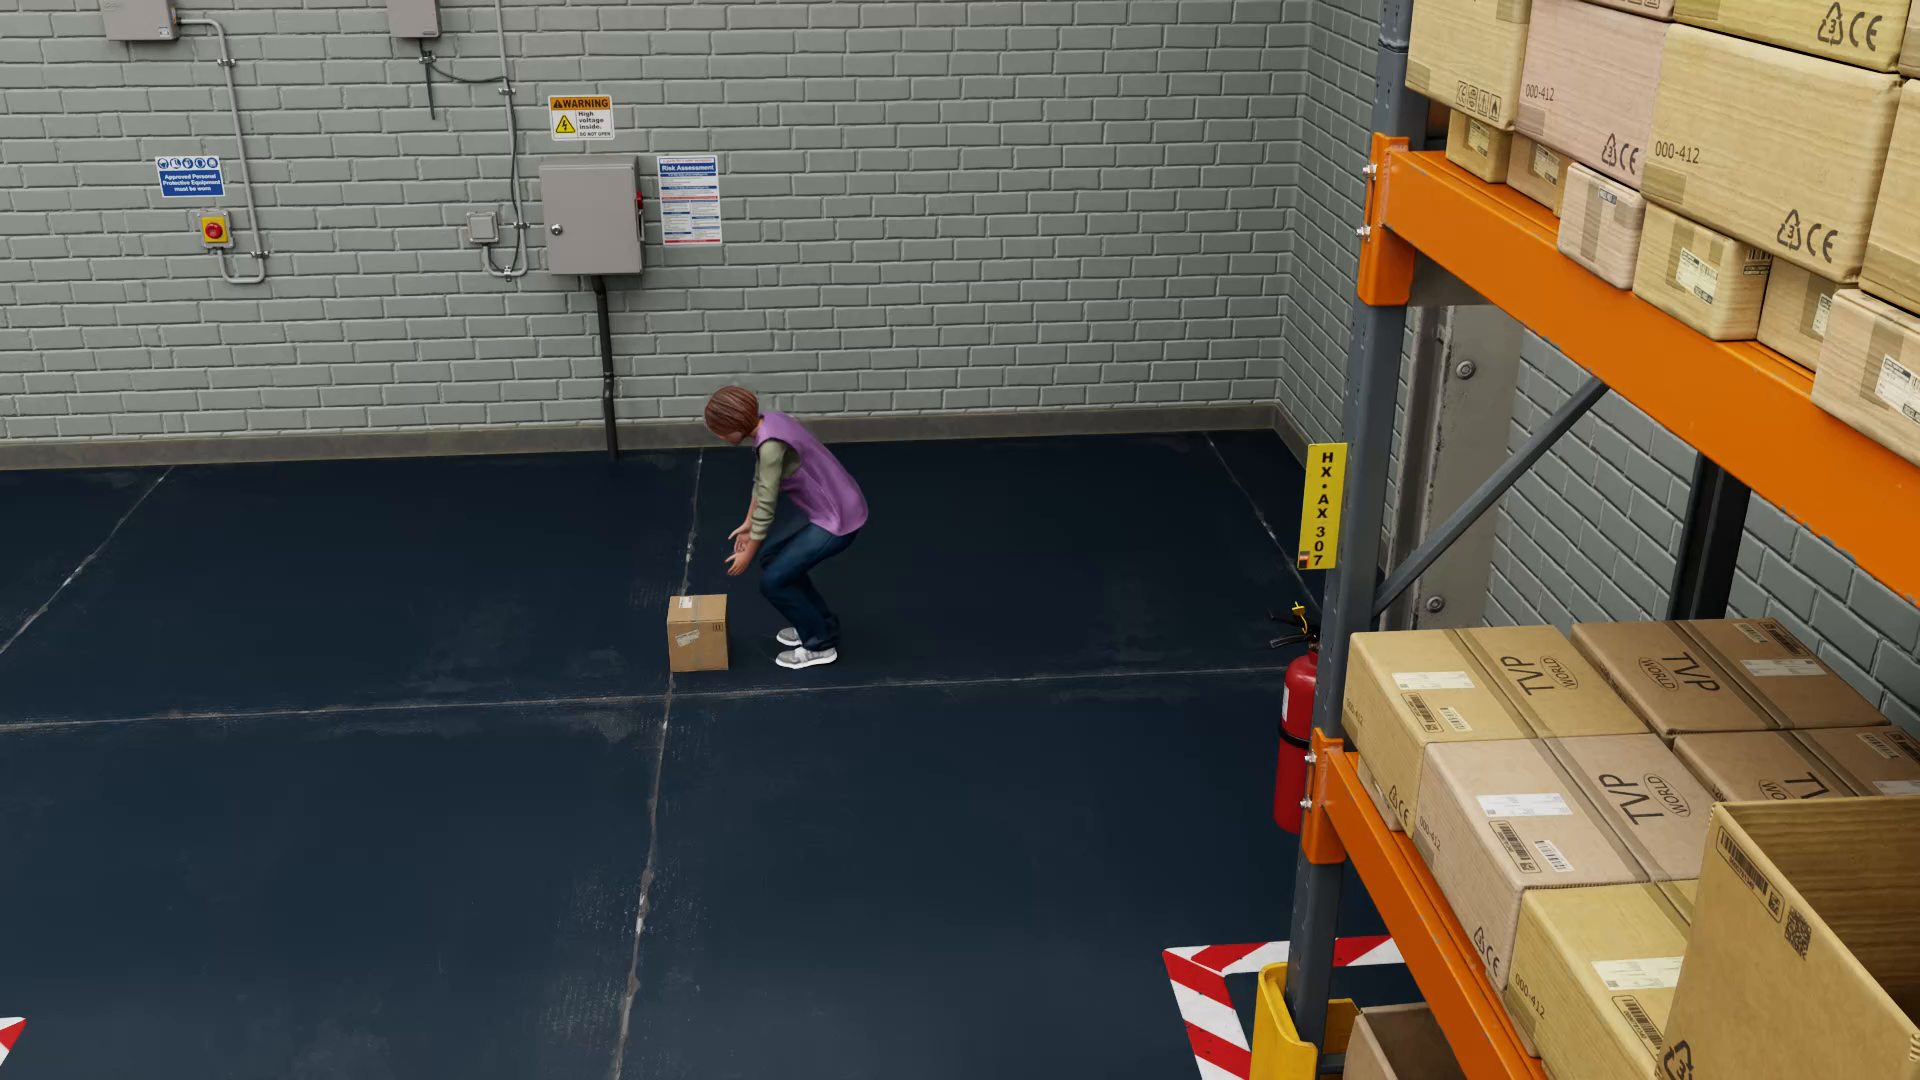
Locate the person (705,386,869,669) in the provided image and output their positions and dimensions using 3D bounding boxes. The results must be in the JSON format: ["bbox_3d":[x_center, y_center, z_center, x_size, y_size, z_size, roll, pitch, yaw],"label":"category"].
[{"bbox_3d":[-0.725,-0.058,7.153,0.673,1.270,0.463,-2,24,-5],"label":"person"}]
